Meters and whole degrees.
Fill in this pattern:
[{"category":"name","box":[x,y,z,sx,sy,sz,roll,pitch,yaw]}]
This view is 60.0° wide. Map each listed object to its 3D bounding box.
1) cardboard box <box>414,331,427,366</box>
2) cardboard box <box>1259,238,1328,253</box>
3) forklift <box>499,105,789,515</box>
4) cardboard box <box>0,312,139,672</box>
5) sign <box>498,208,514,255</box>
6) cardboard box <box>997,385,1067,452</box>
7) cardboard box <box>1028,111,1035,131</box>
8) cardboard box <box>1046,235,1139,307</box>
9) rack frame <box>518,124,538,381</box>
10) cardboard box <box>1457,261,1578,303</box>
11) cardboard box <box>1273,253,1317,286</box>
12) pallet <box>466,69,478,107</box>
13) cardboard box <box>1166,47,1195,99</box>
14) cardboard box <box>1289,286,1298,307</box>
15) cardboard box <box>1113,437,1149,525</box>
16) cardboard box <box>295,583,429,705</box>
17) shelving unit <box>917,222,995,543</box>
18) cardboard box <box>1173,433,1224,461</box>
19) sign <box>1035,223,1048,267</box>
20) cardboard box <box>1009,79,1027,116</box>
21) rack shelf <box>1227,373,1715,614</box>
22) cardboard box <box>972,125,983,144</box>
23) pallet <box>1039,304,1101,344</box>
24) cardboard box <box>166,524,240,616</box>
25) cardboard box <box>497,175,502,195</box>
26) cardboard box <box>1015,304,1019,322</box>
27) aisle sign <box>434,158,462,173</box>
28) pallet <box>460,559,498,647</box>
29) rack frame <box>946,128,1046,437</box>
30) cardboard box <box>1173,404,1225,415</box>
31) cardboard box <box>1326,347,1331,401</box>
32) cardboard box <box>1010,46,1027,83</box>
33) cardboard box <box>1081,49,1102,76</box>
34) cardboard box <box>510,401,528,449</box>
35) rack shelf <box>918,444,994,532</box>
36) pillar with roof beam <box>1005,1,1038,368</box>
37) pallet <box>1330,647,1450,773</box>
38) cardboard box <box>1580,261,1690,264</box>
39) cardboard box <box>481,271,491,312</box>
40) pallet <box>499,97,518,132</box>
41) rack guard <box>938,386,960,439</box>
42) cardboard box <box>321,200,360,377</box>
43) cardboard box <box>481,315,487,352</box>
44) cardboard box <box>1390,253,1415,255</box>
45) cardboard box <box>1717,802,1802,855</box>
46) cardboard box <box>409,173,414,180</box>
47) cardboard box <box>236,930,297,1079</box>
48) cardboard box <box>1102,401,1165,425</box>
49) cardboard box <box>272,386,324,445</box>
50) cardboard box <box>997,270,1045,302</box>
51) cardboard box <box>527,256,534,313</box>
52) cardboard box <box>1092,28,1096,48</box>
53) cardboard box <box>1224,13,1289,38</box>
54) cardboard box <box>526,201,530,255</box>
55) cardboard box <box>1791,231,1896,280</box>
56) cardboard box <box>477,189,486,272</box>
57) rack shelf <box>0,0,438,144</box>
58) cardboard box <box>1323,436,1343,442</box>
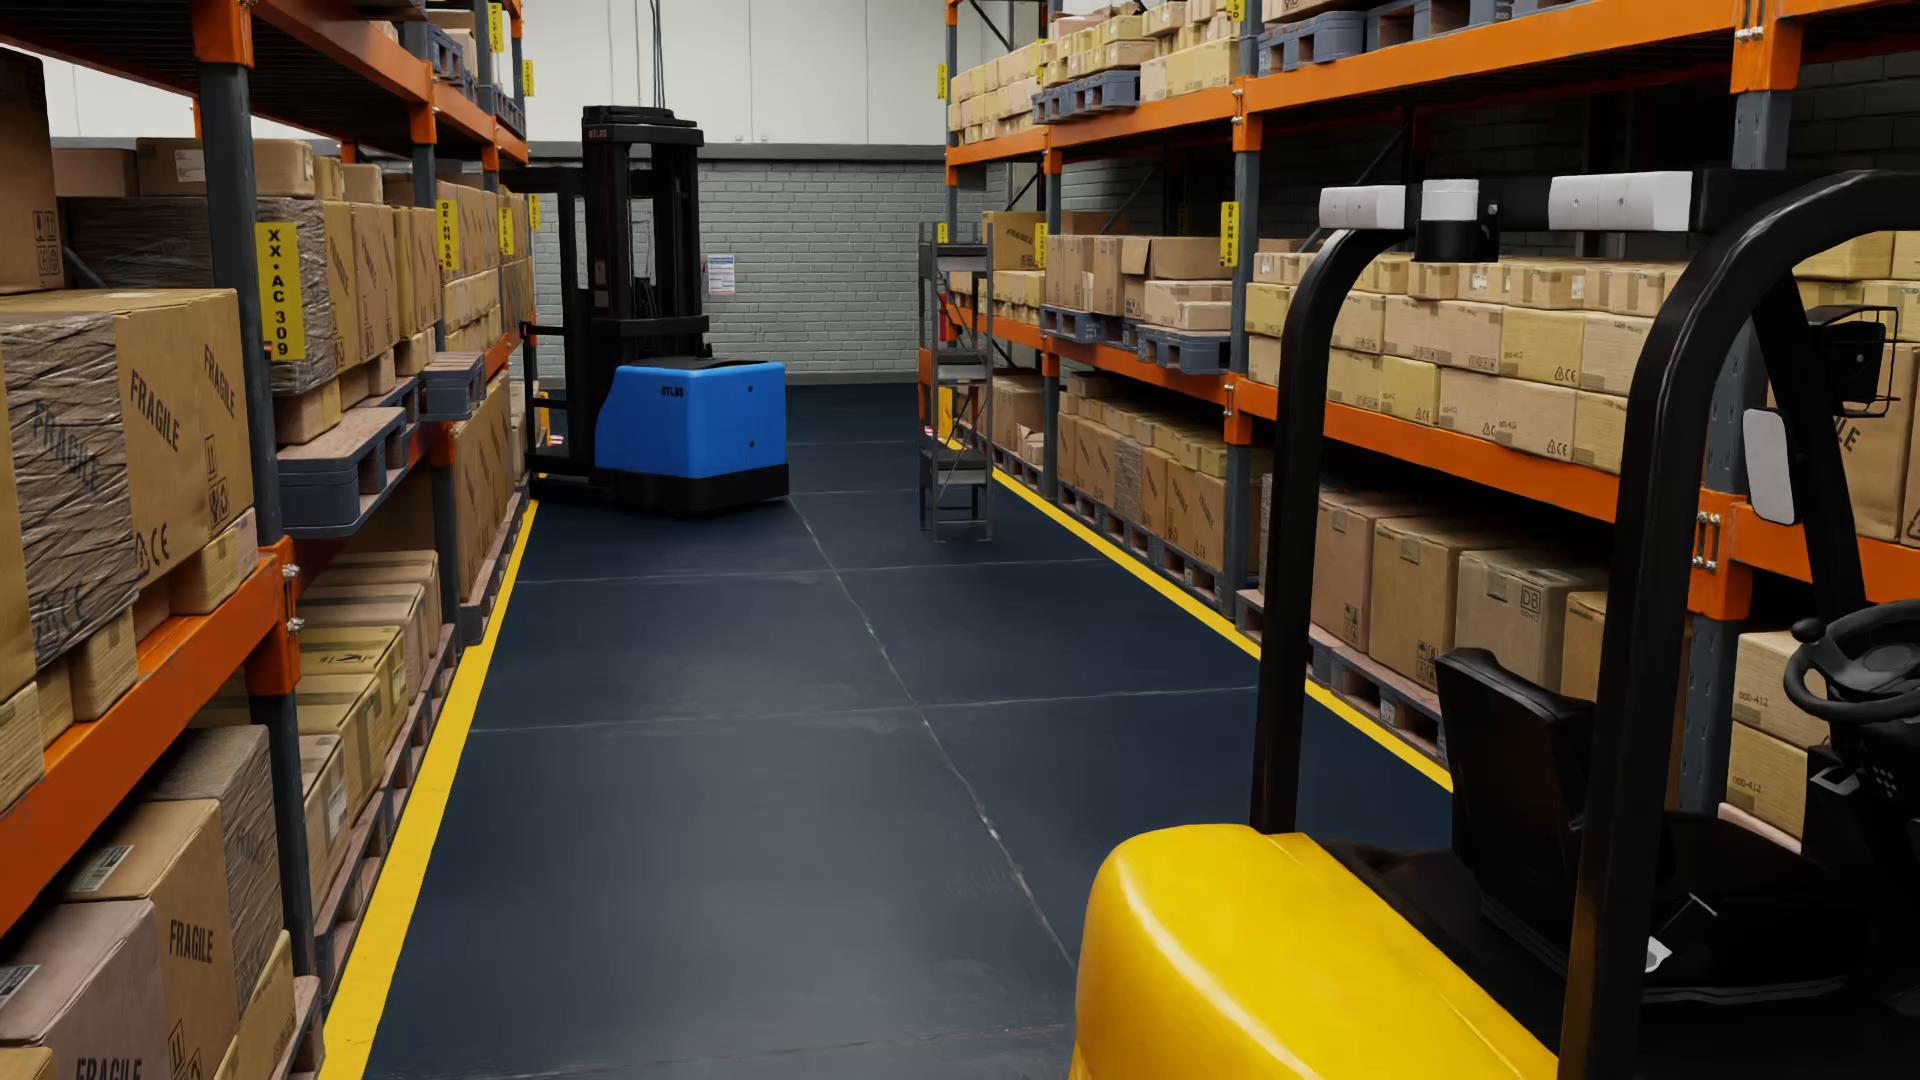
[{"category":"cardboard box","box":[-2.395,-0.778,6.812,0.380,0.149,0.250,-3,11,-14]},{"category":"cardboard box","box":[1.975,-1.421,9.251,0.500,0.500,0.500,-2,11,-8]},{"category":"forklift","box":[-2.798,-1.808,12.858,3.031,2.935,1.130,8,13,34]},{"category":"cardboard box","box":[-1.626,-0.085,2.556,0.500,0.500,0.500,-2,11,-9]},{"category":"sign","box":[-3.194,-2.170,11.688,0.100,0.325,0.005,-2,11,-11]},{"category":"cardboard box","box":[0.722,-1.047,14.238,0.700,0.500,0.500,-3,11,-13]},{"category":"cardboard box","box":[0.739,-3.250,12.898,0.380,0.149,0.250,-2,11,-11]},{"category":"cardboard box","box":[1.018,-1.958,12.071,0.700,0.500,0.500,-2,11,-10]},{"category":"rack frame","box":[-4.502,-2.352,15.531,1.000,3.000,0.127,-2,11,-11]},{"category":"cardboard box","box":[2.138,-0.988,6.362,0.380,0.149,0.250,-2,11,-11]},{"category":"cardboard box","box":[1.748,-1.315,8.083,0.380,0.149,0.250,-2,11,-10]},{"category":"pallet","box":[-3.498,-2.831,10.539,0.805,0.209,1.217,-3,11,-13]},{"category":"cardboard box","box":[1.485,-2.643,9.440,0.500,0.250,0.500,-2,11,-11]},{"category":"cardboard box","box":[1.865,-1.056,7.784,0.500,0.250,0.500,-2,11,-9]},{"category":"cardboard box","box":[1.318,-0.396,10.819,0.500,0.500,0.500,-3,11,-13]},{"category":"cardboard box","box":[-2.695,0.439,6.772,0.950,0.372,0.625,-2,11,-12]},{"category":"shelving unit","box":[-0.032,-1.062,11.160,0.431,2.100,0.503,-2,11,-11]},{"category":"cardboard box","box":[1.486,-0.543,9.854,0.380,0.149,0.250,-2,11,-13]},{"category":"sign","box":[0.613,-2.204,12.436,0.100,0.325,0.005,-2,11,-11]},{"category":"cardboard box","box":[0.693,-3.520,13.250,0.500,0.250,0.500,-3,11,-13]},{"category":"rack shelf","box":[2.311,-0.346,6.914,1.077,0.370,4.000,-2,11,-11]},{"category":"cardboard box","box":[0.315,-3.624,14.865,0.380,0.149,0.250,-2,11,-11]},{"category":"pallet","box":[1.192,-1.555,11.855,1.003,0.211,1.213,-2,11,-11]},{"category":"cardboard box","box":[-1.752,0.066,3.500,0.380,0.149,0.250,-2,11,-10]},{"category":"cardboard box","box":[-3.676,-2.684,12.600,0.380,0.149,0.250,-2,11,-11]},{"category":"cardboard box","box":[0.663,-1.868,13.661,0.380,0.149,0.250,-2,11,-10]},{"category":"aisle sign","box":[-4.801,-3.632,15.301,0.394,0.787,0.004,-2,11,-11]},{"category":"pallet","box":[-3.026,0.338,8.856,1.003,0.211,1.213,-2,11,-11]},{"category":"rack frame","box":[0.366,-2.533,16.482,1.000,3.000,0.127,-2,11,-11]},{"category":"cardboard box","box":[1.687,-0.849,11.460,0.380,0.149,0.250,-2,11,-9]},{"category":"cardboard box","box":[1.861,-0.809,7.828,0.500,0.250,0.500,-2,11,-12]},{"category":"cardboard box","box":[0.702,-3.768,13.215,0.500,0.250,0.500,-2,11,-12]},{"category":"cardboard box","box":[1.013,-3.148,10.975,0.380,0.149,0.250,-2,11,-12]},{"category":"cardboard box","box":[-3.916,-0.849,13.364,0.875,0.438,0.875,-2,11,-13]},{"category":"rack shelf","box":[-0.032,-0.361,11.293,0.431,0.518,0.480,-2,11,-11]},{"category":"pillar with roof beam","box":[-3.497,-5.851,17.869,9.100,9.000,0.400,-2,11,-11]},{"category":"pallet","box":[2.277,0.680,7.060,1.003,0.211,1.213,-2,11,-11]},{"category":"cardboard box","box":[2.646,-1.008,6.468,0.380,0.149,0.250,-2,11,-11]},{"category":"cardboard box","box":[-3.189,-1.532,10.287,0.500,0.250,0.500,-2,11,-10]},{"category":"pallet","box":[-4.107,-3.422,13.367,1.003,0.211,1.213,-2,11,-11]},{"category":"rack guard","box":[0.380,-1.291,16.643,1.175,0.500,0.348,-2,11,-11]},{"category":"cardboard box","box":[-2.076,-0.741,4.880,0.500,0.500,0.500,-2,11,-11]},{"category":"cardboard box","box":[-3.213,-1.285,10.325,0.500,0.250,0.500,-2,11,-13]},{"category":"cardboard box","box":[2.344,-1.337,8.198,0.380,0.149,0.250,-2,11,-10]},{"category":"cardboard box","box":[2.469,0.913,4.608,0.500,0.250,0.500,-2,11,-10]},{"category":"cardboard box","box":[-4.041,-2.574,12.023,0.380,0.149,0.250,-2,11,-10]},{"category":"cardboard box","box":[-1.790,1.092,3.667,0.500,0.250,0.500,-2,11,-8]},{"category":"cardboard box","box":[1.210,-0.877,11.607,0.380,0.149,0.250,-2,11,-12]},{"category":"cardboard box","box":[-1.966,-0.347,4.544,0.380,0.149,0.250,-2,11,-10]},{"category":"cardboard box","box":[0.609,-2.140,14.021,0.500,0.250,0.500,-2,11,-11]},{"category":"cardboard box","box":[-4.149,-2.322,15.107,0.500,0.500,0.500,-2,11,-11]},{"category":"cardboard box","box":[1.084,-3.295,10.949,0.380,0.149,0.250,-2,11,-10]},{"category":"cardboard box","box":[1.617,-2.718,8.766,0.380,0.149,0.250,-2,11,-10]},{"category":"cardboard box","box":[-4.175,-2.812,15.009,0.500,0.500,0.500,-2,11,-9]},{"category":"cardboard box","box":[2.471,-0.777,4.458,0.380,0.149,0.250,-2,11,-10]},{"category":"cardboard box","box":[-3.204,-1.897,10.201,0.500,0.500,0.500,-2,11,-9]},{"category":"rack shelf","box":[-2.558,-1.638,5.681,1.077,0.370,4.000,-2,11,-11]},{"category":"cardboard box","box":[2.101,-0.519,9.731,0.380,0.149,0.250,-2,11,-9]}]
